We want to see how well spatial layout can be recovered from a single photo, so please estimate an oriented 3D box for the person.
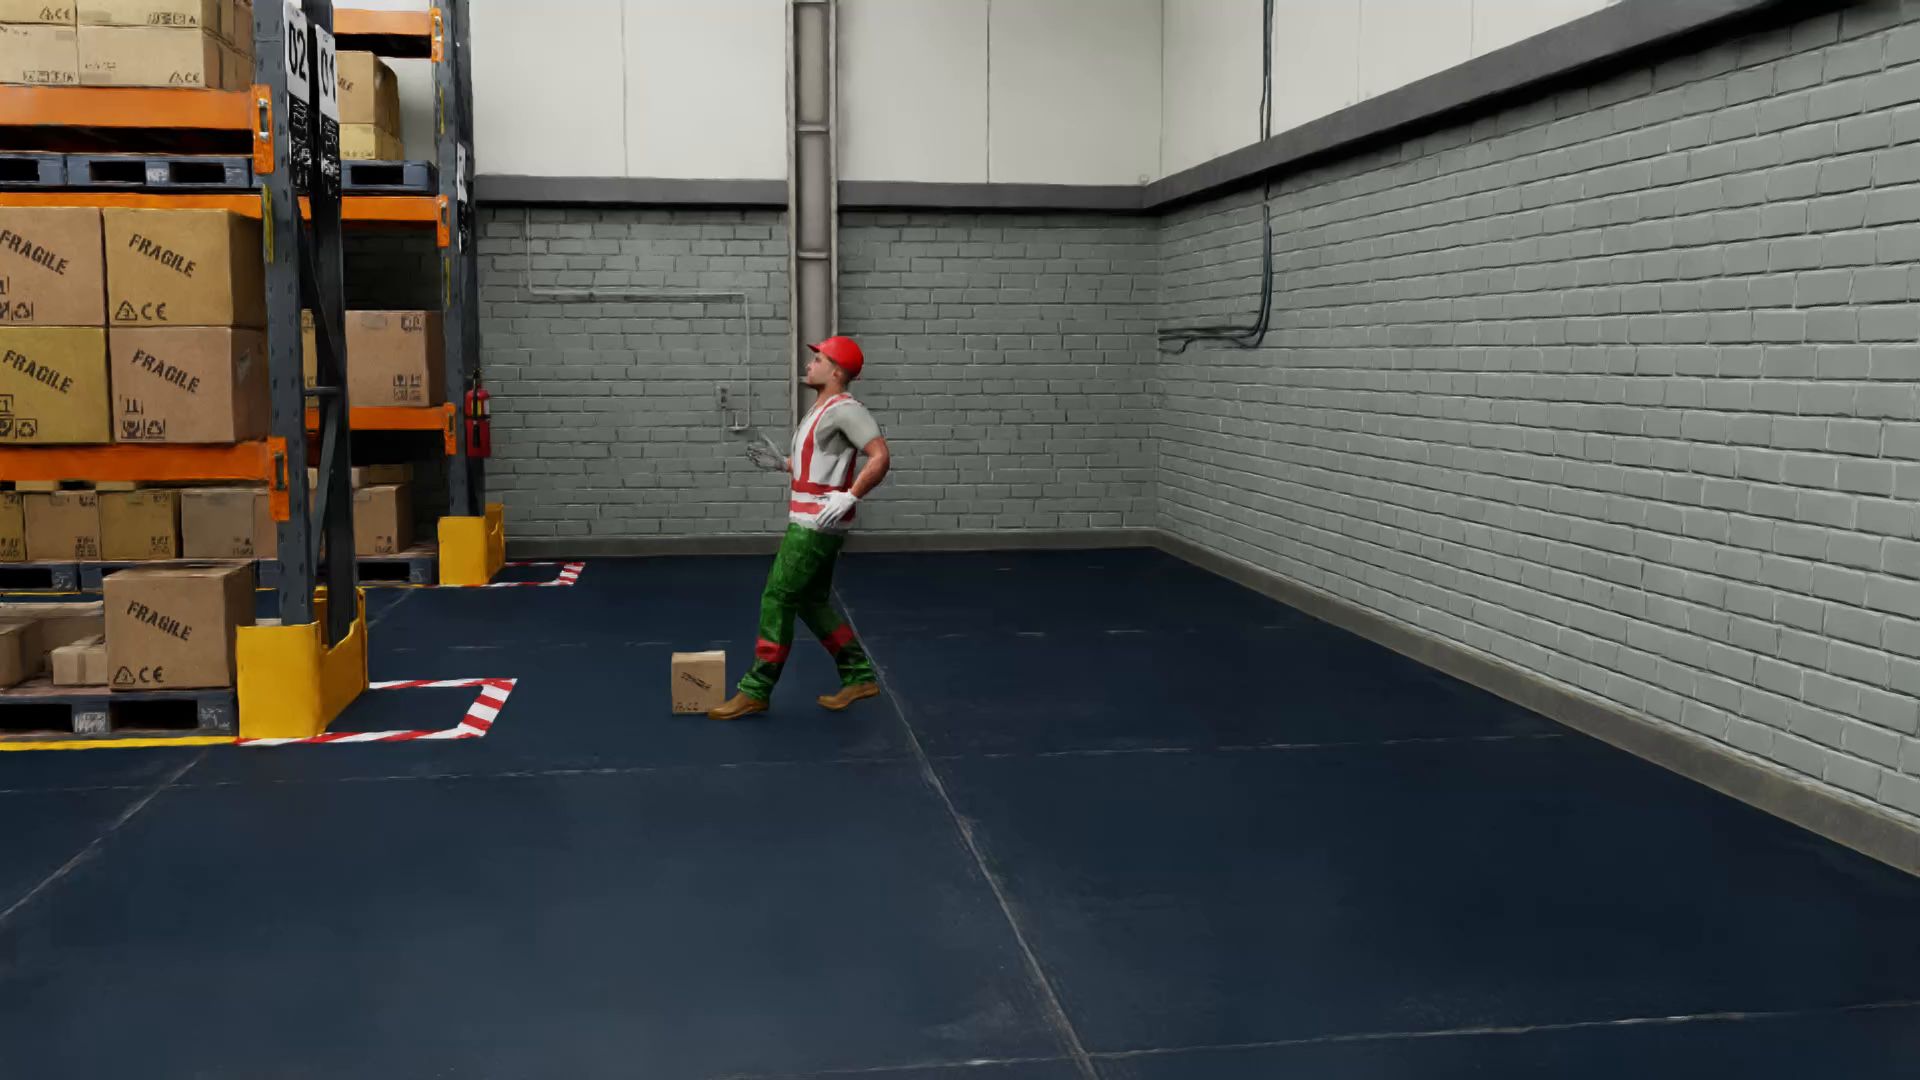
[{"bbox_3d":[-0.751,-0.063,7.742,0.853,1.767,0.615,0,6,-3],"label":"person"}]
